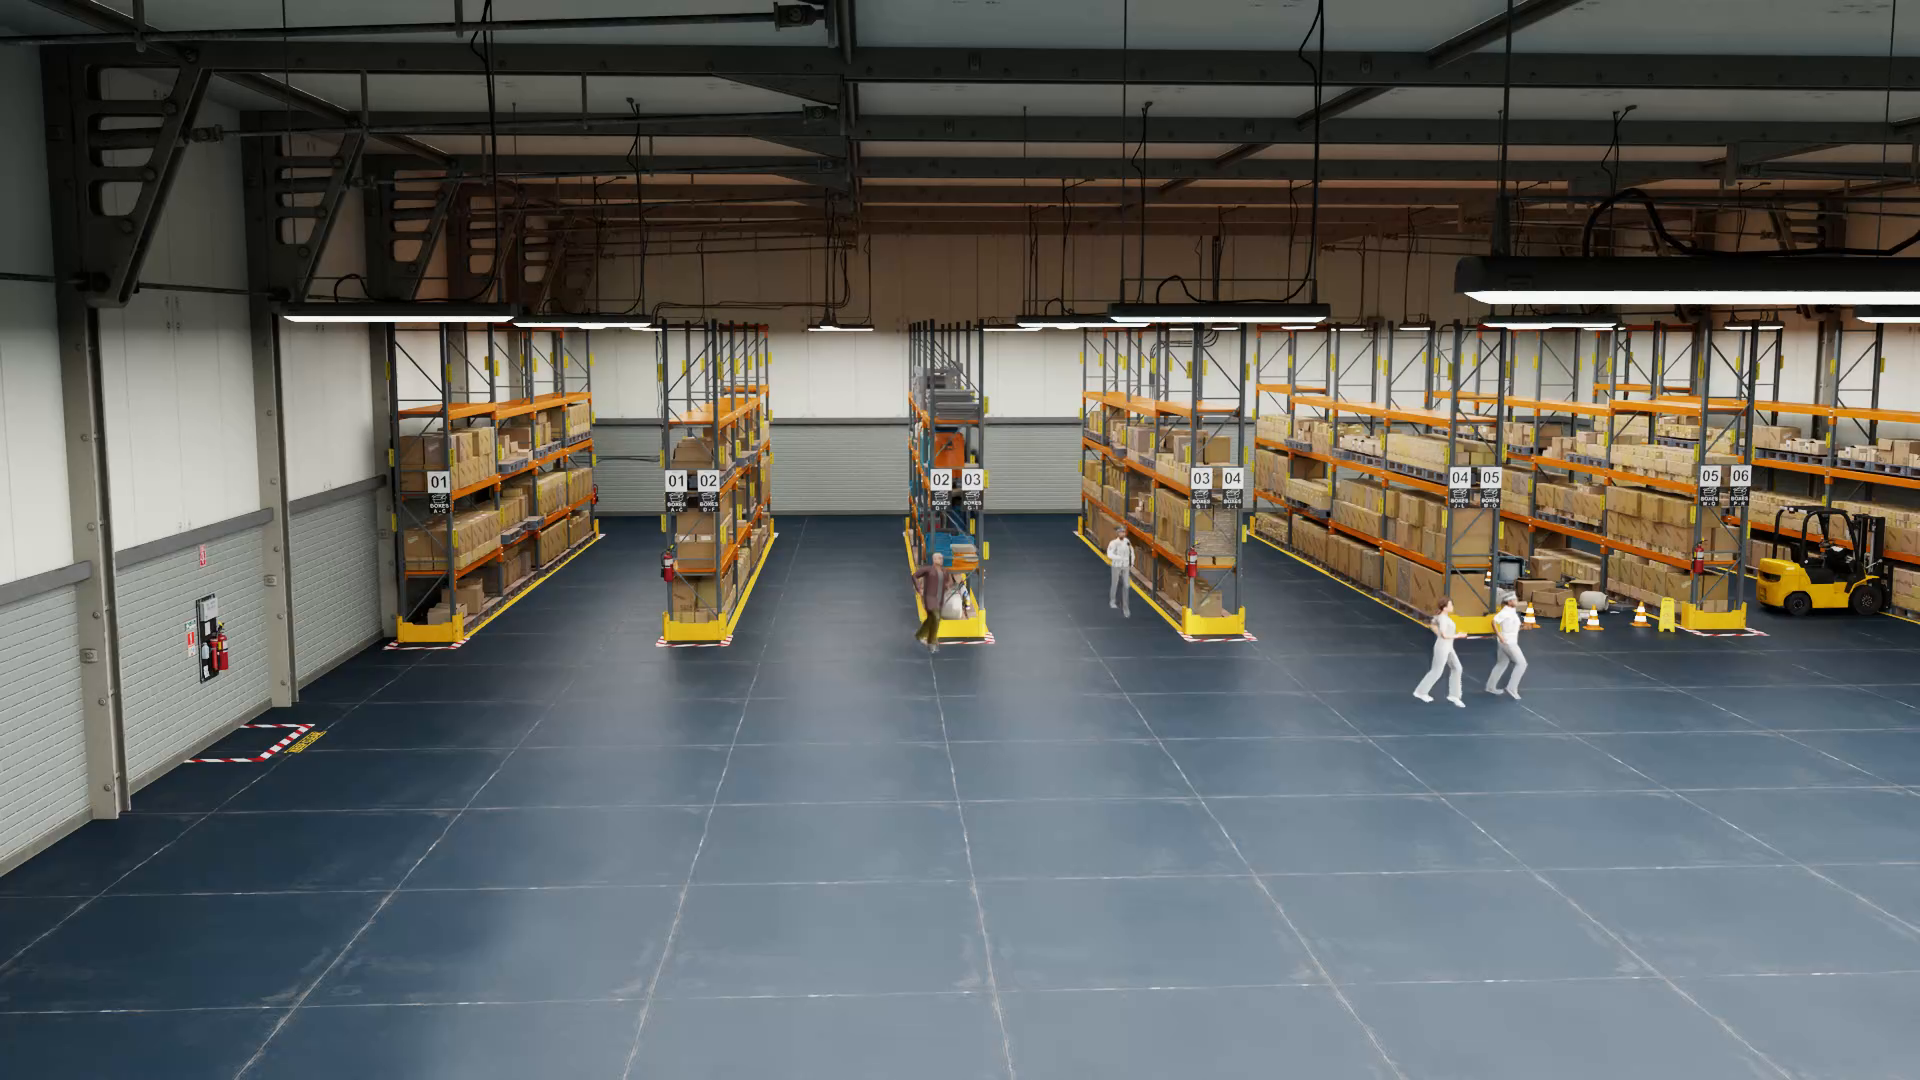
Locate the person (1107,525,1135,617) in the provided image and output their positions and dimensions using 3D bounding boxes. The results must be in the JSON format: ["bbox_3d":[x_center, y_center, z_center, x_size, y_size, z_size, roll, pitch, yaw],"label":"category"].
[{"bbox_3d":[3.169,0.599,32.652,0.631,1.813,0.700,-2,7,-15],"label":"person"}]

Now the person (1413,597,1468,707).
[{"bbox_3d":[7.419,1.736,25.648,0.784,1.726,0.551,3,8,23],"label":"person"}]

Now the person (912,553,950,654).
[{"bbox_3d":[-0.497,1.133,30.336,0.698,1.828,0.840,-7,10,-44],"label":"person"}]

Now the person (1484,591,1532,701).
[{"bbox_3d":[8.656,1.657,26.213,0.676,1.741,0.557,2,7,18],"label":"person"}]
